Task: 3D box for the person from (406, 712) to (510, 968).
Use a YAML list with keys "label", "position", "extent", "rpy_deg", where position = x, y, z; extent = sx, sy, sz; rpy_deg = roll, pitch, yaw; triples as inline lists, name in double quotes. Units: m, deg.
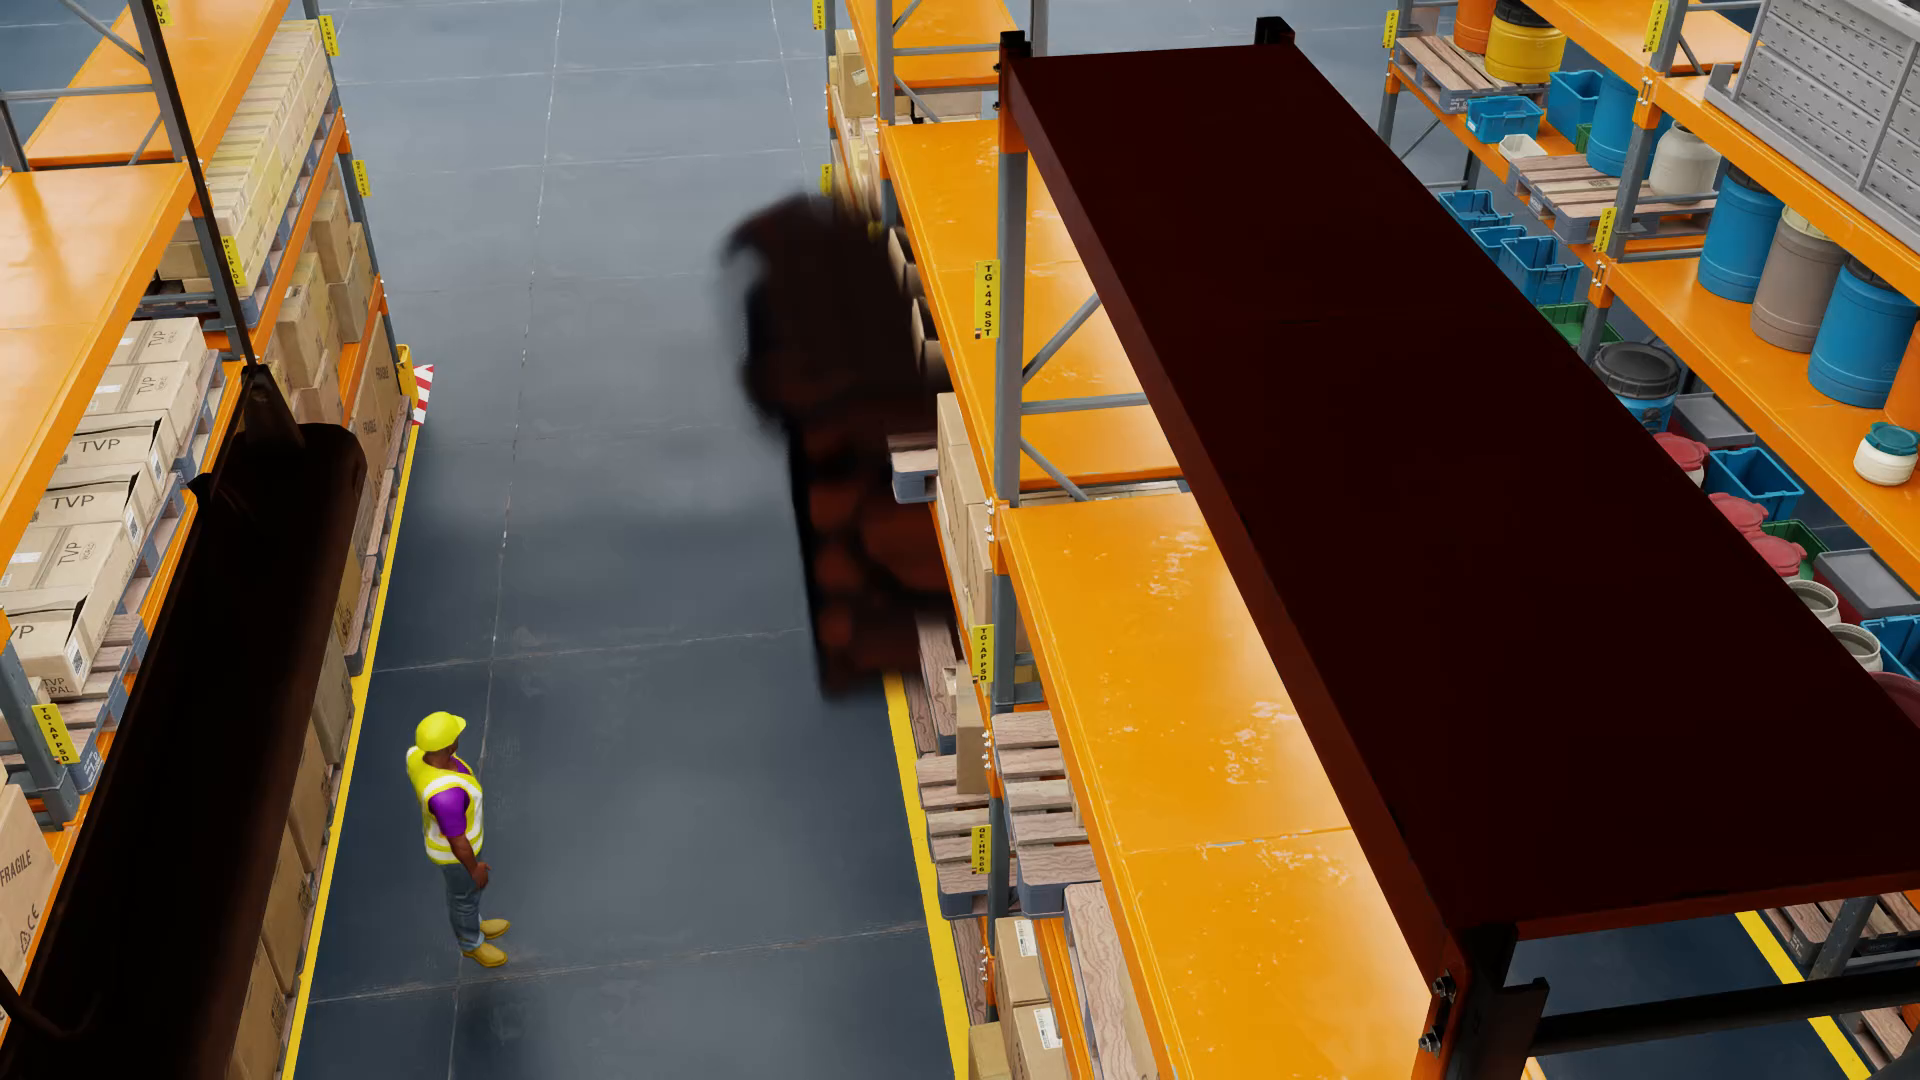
- label: "person"
  position: [-2.772, 1.658, 9.188]
  extent: [0.364, 1.766, 0.590]
  rpy_deg: [-11, 38, -15]
